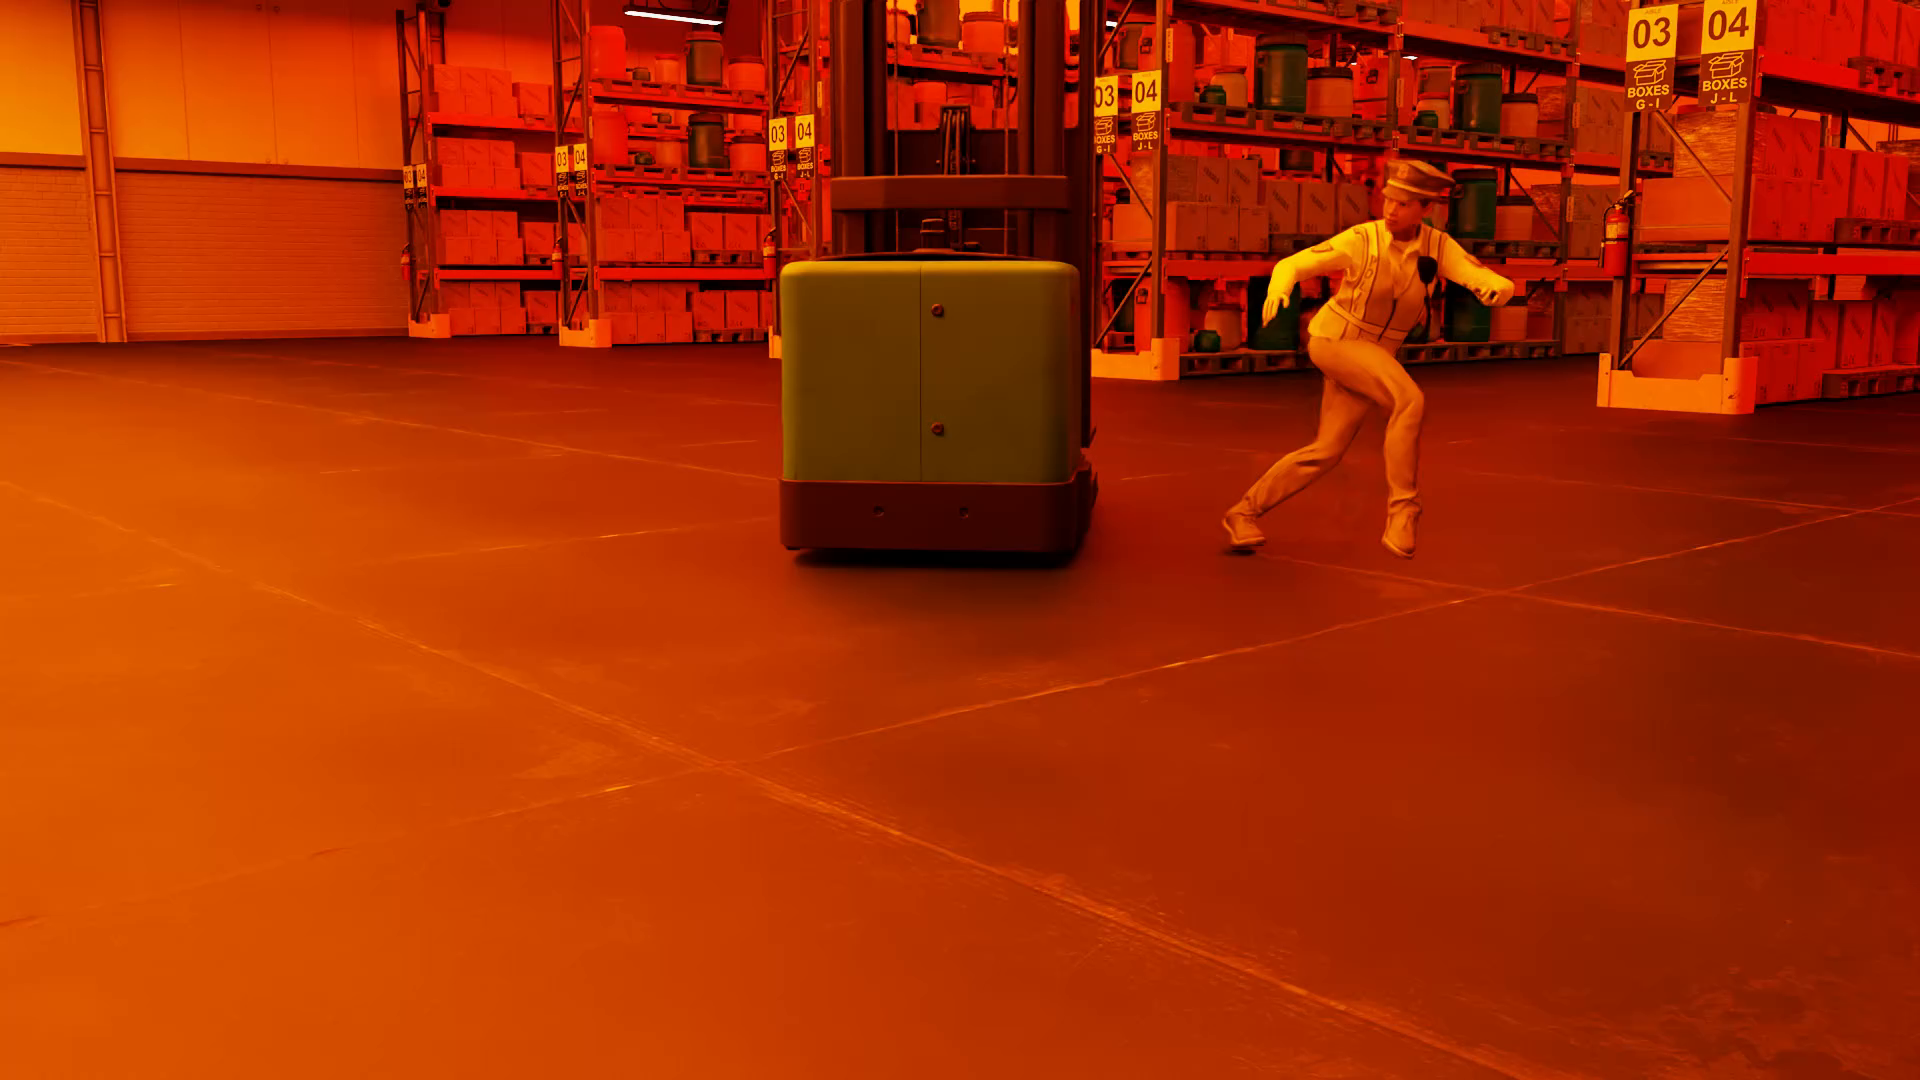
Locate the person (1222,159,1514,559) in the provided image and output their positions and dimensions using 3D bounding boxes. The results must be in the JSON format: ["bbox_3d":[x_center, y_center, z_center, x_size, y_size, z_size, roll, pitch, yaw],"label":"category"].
[{"bbox_3d":[1.505,-0.666,6.081,0.910,1.429,0.886,-4,10,-27],"label":"person"}]

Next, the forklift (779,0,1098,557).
[{"bbox_3d":[0.037,-1.571,7.110,1.130,2.935,3.031,1,9,6],"label":"forklift"}]
